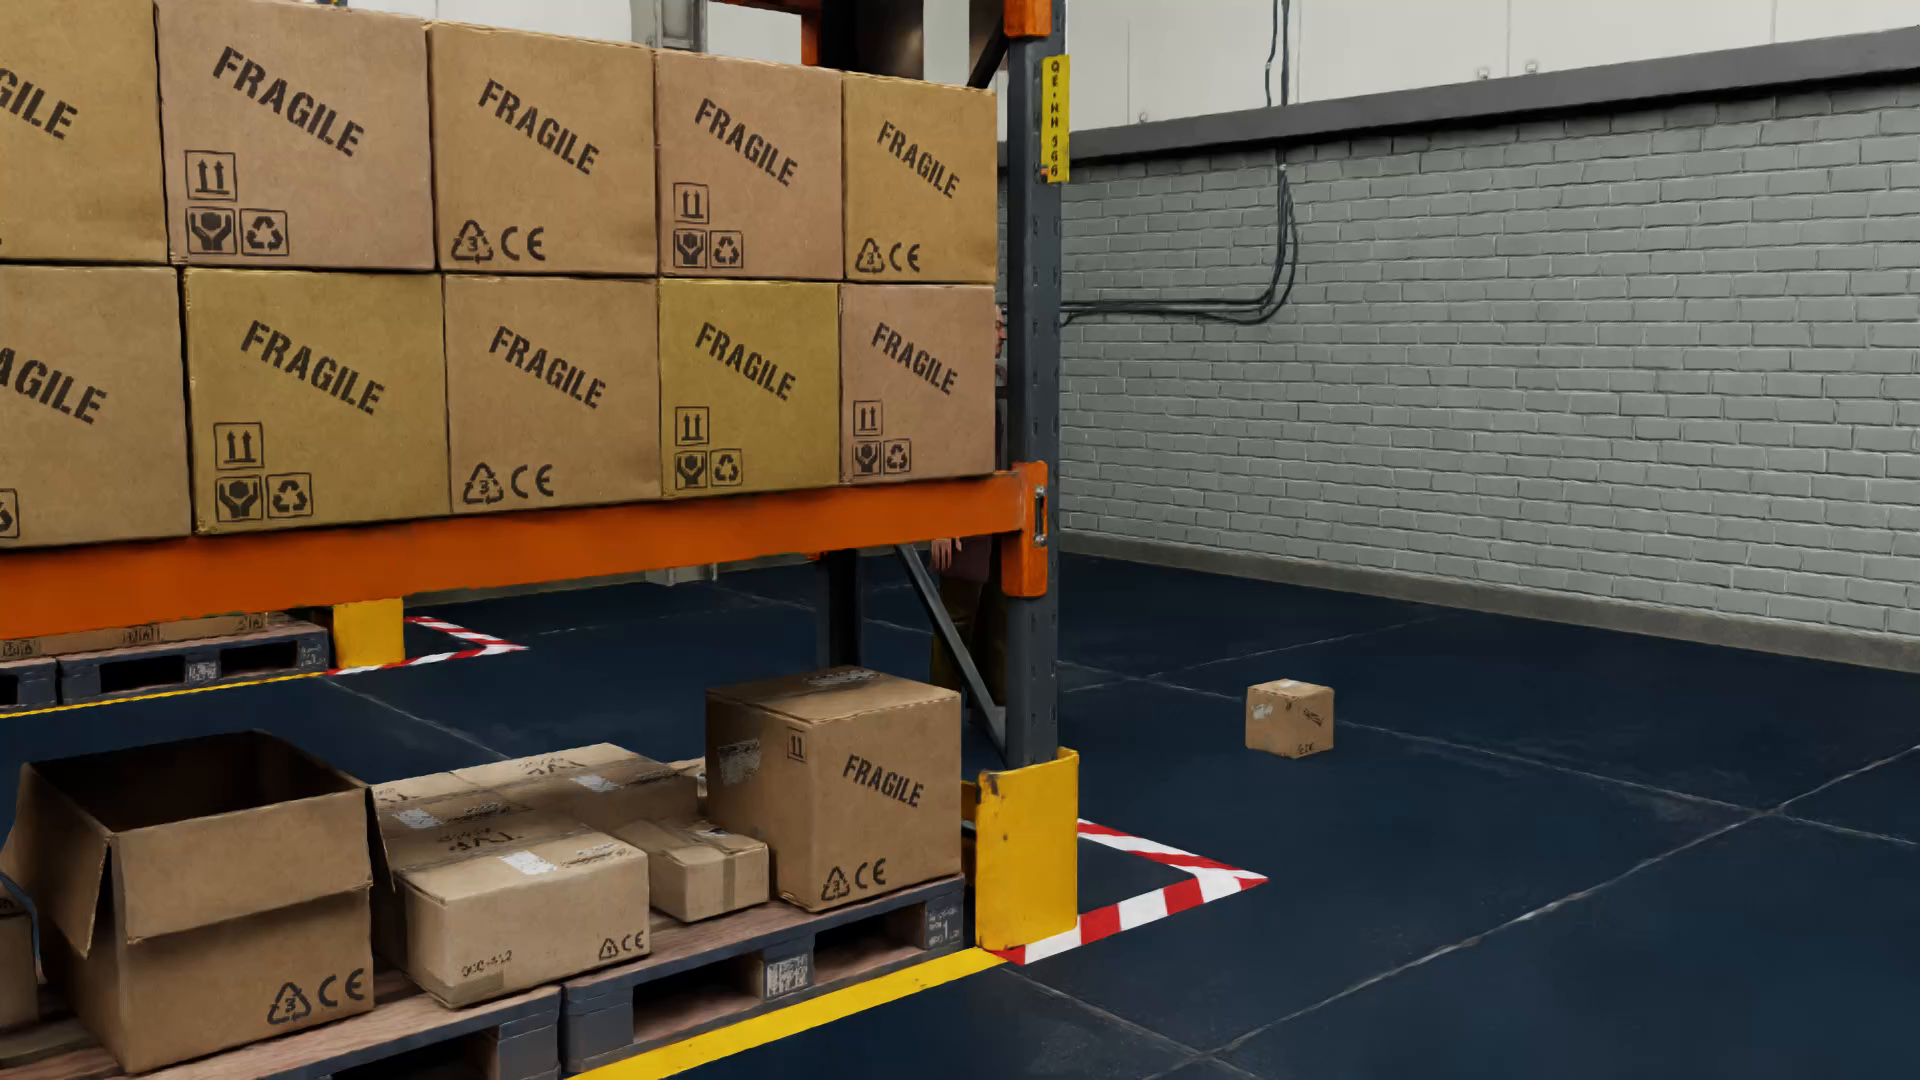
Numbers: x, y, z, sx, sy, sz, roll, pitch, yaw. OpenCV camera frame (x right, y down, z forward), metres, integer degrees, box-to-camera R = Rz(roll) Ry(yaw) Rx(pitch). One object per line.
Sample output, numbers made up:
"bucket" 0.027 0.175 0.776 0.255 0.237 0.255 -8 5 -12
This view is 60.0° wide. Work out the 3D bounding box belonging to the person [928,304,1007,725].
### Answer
"person" 0.095 -0.081 6.742 0.421 1.791 0.659 5 9 37
